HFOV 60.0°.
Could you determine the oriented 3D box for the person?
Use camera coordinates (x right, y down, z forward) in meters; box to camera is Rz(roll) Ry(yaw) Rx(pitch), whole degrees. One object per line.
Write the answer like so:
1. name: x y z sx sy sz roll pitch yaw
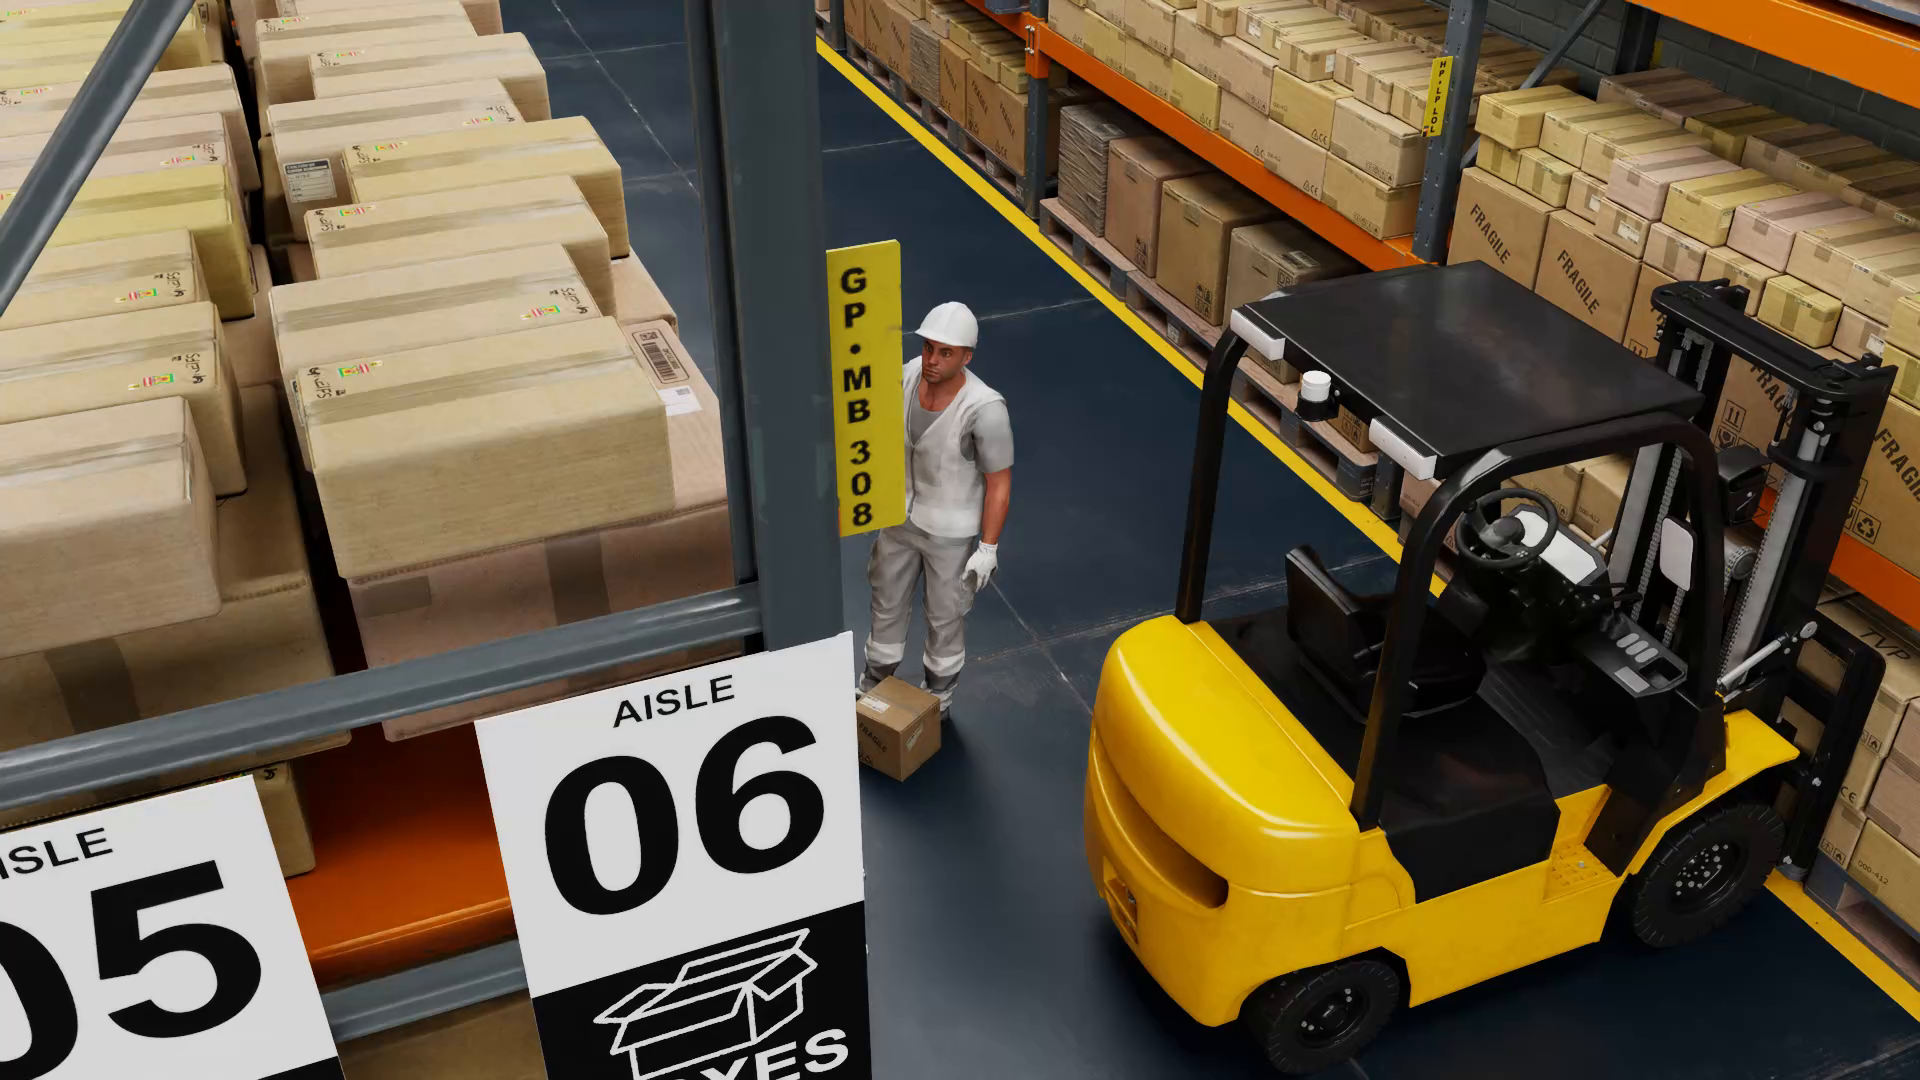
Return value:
1. person: -0.156 -0.019 6.131 0.638 1.790 0.561 23 40 31
